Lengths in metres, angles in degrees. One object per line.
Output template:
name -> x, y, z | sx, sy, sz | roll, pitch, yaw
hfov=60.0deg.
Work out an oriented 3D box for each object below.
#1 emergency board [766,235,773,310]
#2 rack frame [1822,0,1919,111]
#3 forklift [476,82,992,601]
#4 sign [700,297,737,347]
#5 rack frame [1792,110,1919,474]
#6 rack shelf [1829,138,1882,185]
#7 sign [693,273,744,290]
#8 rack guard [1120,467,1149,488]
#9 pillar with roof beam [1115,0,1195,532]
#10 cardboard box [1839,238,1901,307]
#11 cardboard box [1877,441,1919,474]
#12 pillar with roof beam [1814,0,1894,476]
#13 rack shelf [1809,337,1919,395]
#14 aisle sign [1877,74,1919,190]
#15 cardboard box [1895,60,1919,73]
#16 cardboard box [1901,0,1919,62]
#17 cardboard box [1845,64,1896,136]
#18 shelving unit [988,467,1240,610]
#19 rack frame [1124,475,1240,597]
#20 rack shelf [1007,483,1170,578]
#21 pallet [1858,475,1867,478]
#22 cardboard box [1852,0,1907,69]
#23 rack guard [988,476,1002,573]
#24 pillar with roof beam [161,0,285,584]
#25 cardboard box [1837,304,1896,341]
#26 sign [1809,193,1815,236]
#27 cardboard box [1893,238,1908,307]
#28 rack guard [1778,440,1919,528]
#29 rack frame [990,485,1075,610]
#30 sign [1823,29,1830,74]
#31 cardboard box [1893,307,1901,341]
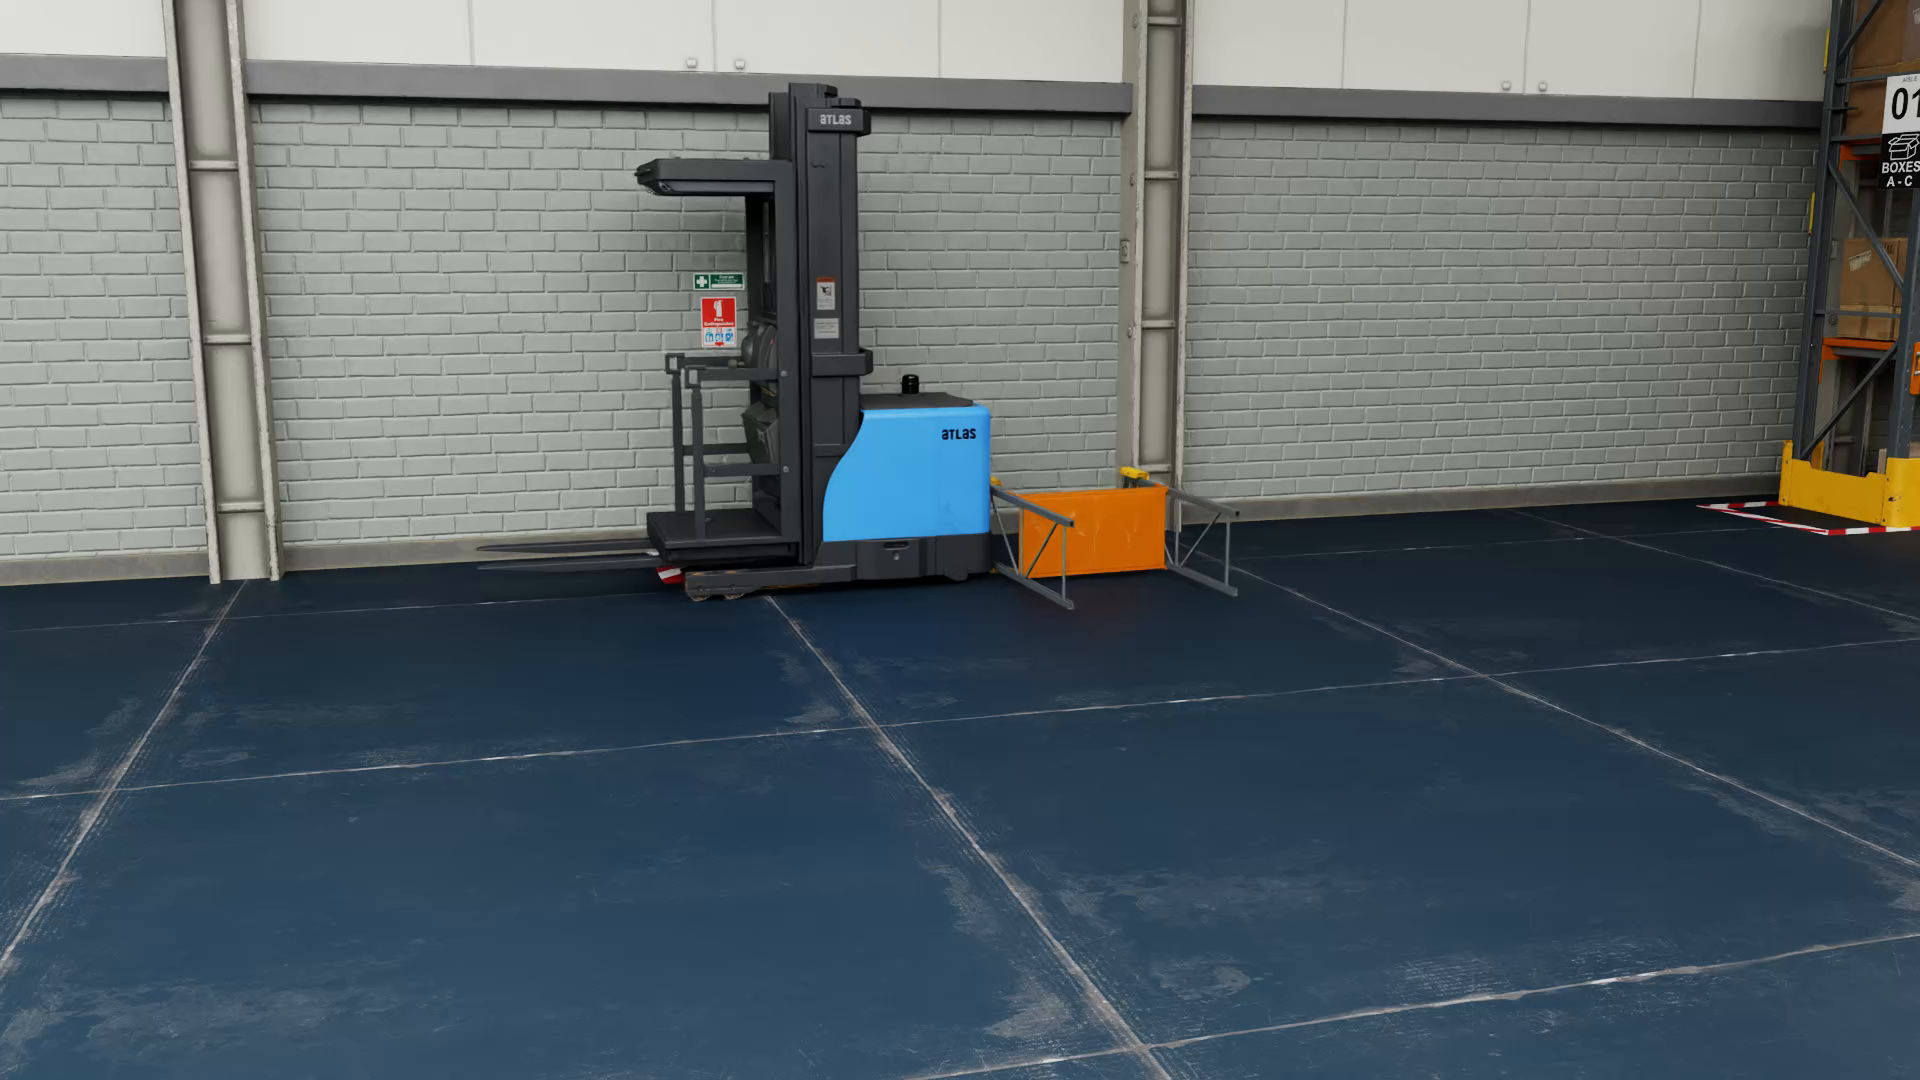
emergency board -> -1.033, -1.432, 11.040 | 0.643, 1.169, 0.194 | -3, 11, -16
rack frame -> 6.681, -4.619, 11.780 | 0.127, 3.000, 1.000 | -3, 11, -16
forklift -> -1.379, -1.193, 9.931 | 3.031, 2.935, 1.130 | -3, 11, -16
sign -> -1.592, -1.439, 10.982 | 0.234, 0.329, 0.001 | -3, 11, -16
rack frame -> 6.681, -1.668, 12.323 | 0.127, 3.000, 1.000 | -3, 11, -16
rack shelf -> 8.601, -2.891, 12.666 | 4.000, 0.370, 1.077 | -3, 11, -16
sign -> -1.586, -1.699, 10.927 | 0.331, 0.109, 0.001 | -3, 11, -16
rack guard -> 1.118, -0.164, 10.730 | 0.087, 0.587, 0.250 | -4, 11, -19
pillar with roof beam -> 2.554, -3.752, 7.075 | 0.400, 9.000, 9.100 | -3, 11, -16
cardboard box -> 7.074, -2.034, 12.597 | 0.500, 0.500, 0.500 | -3, 11, -17
cardboard box -> 7.371, -0.582, 12.632 | 0.500, 0.311, 0.500 | -4, 11, -22
pillar with roof beam -> 8.315, -4.056, 8.724 | 0.400, 9.000, 9.100 | -3, 11, -16
rack shelf -> 8.601, -1.416, 12.938 | 4.000, 0.370, 1.077 | -3, 11, -16
aisle sign -> 6.696, -2.891, 11.785 | 0.004, 0.787, 0.394 | -3, 11, -16
cardboard box -> 7.072, -3.176, 11.897 | 0.500, 0.500, 0.500 | -3, 11, -14
cardboard box -> 7.119, -3.671, 11.827 | 0.500, 0.500, 0.500 | -4, 11, -20
cardboard box -> 7.011, -3.268, 12.394 | 0.500, 0.500, 0.500 | -2, 11, -12
shelving unit -> 0.853, -0.025, 9.989 | 1.083, 0.587, 1.500 | -4, 11, -19
rack frame -> 1.325, -0.054, 10.150 | 0.032, 0.500, 1.500 | -4, 11, -19
rack shelf -> 0.786, -0.056, 10.153 | 1.000, 0.538, 0.185 | -4, 11, -19
pallet -> 7.544, -0.336, 12.786 | 1.213, 0.211, 1.003 | -3, 11, -16
cardboard box -> 7.022, -3.761, 12.316 | 0.500, 0.500, 0.500 | -3, 11, -13
rack guard -> 0.178, -0.105, 10.408 | 0.087, 0.587, 0.250 | -4, 11, -19
pillar with roof beam -> -3.207, -3.449, 5.425 | 0.400, 9.000, 9.100 | -3, 11, -16
cardboard box -> 7.076, -1.662, 12.646 | 0.500, 0.250, 0.500 | -3, 11, -15
sign -> 6.545, -2.491, 12.719 | 0.005, 0.325, 0.100 | -3, 11, -16
cardboard box -> 7.224, -1.945, 12.114 | 0.500, 0.500, 0.500 | -3, 11, -16
rack guard -> 6.754, -0.443, 12.570 | 0.348, 0.500, 1.175 | -3, 11, -16
rack frame -> 0.365, 0.006, 9.822 | 0.032, 0.500, 1.500 | -4, 11, -19
sign -> 6.545, -3.676, 12.501 | 0.005, 0.325, 0.100 | -3, 11, -16
cardboard box -> 7.238, -1.574, 12.169 | 0.500, 0.250, 0.500 | -3, 11, -18
